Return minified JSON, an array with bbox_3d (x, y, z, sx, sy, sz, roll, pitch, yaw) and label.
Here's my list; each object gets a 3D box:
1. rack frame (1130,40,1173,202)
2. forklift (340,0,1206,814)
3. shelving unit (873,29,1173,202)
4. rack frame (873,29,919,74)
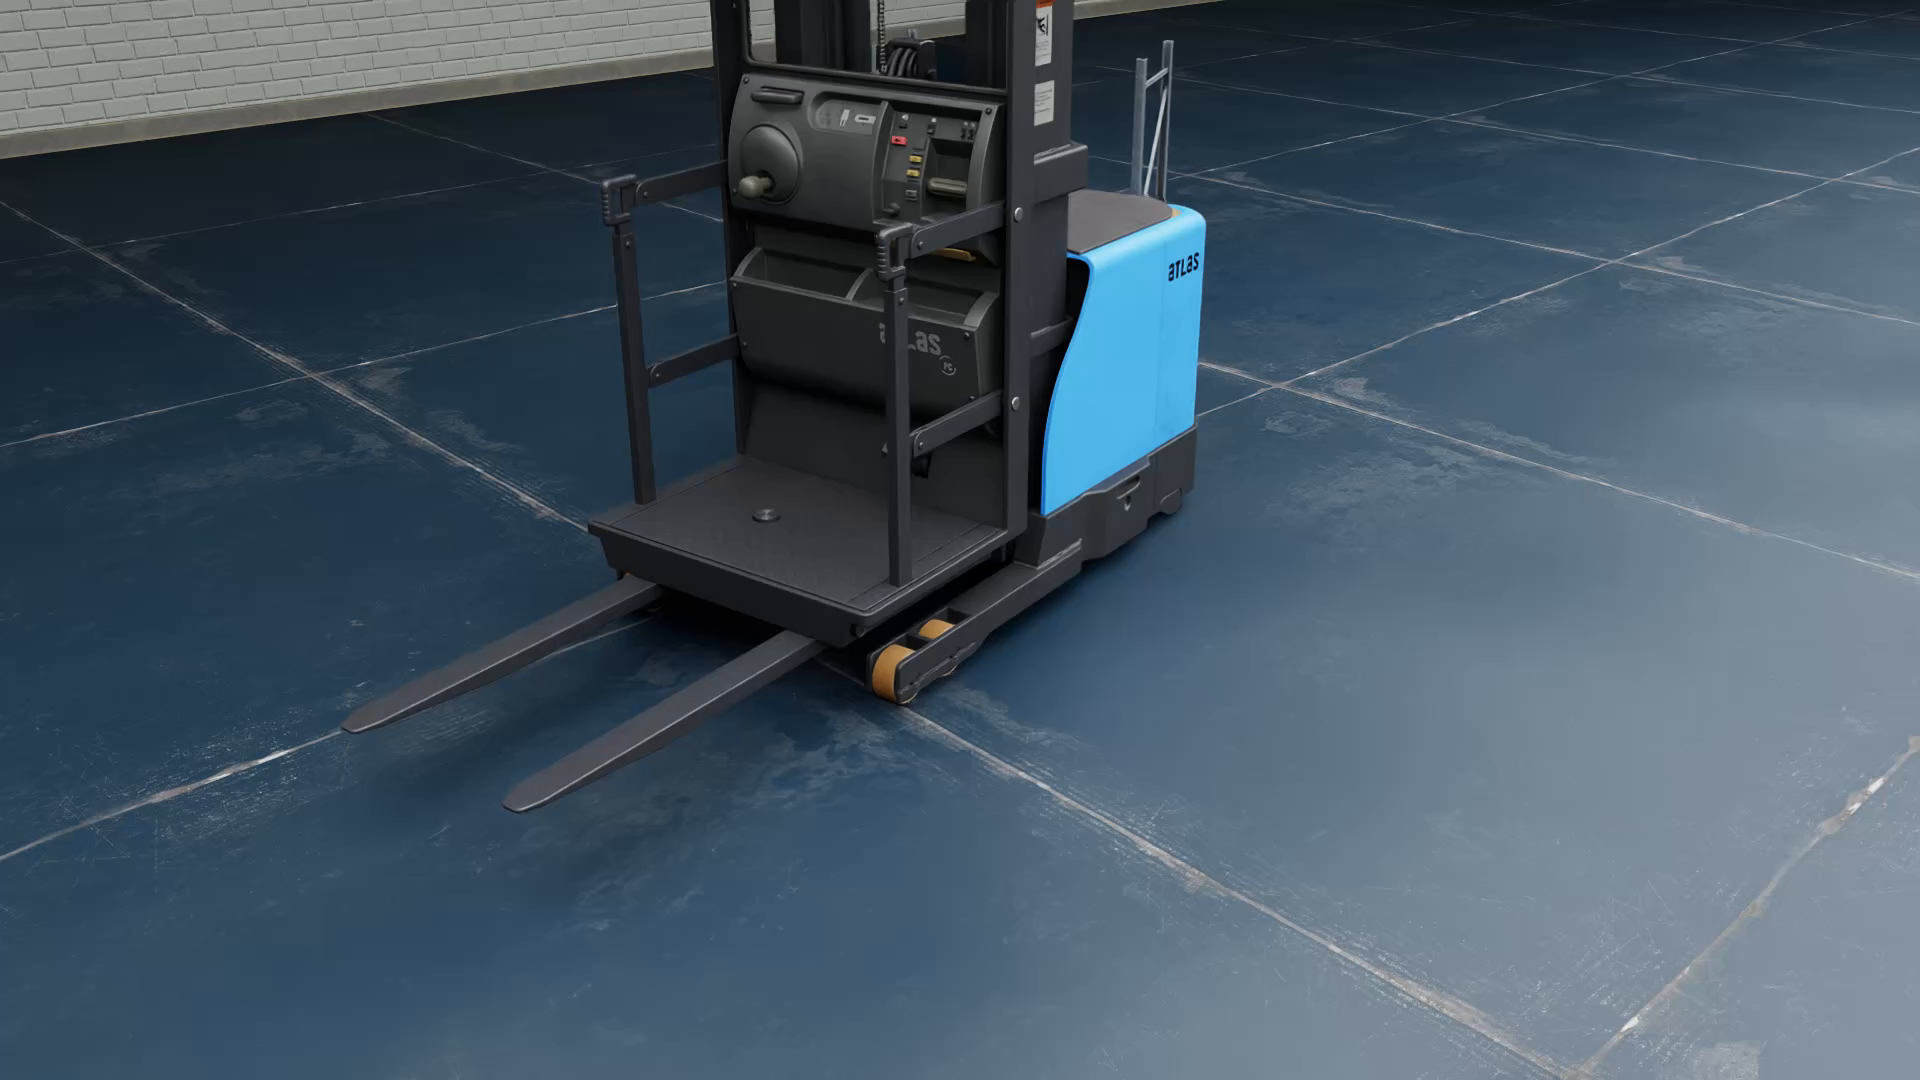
[{"bbox_3d":[0.710,-1.099,6.351,0.032,1.500,0.500,8,26,17],"label":"rack frame"},{"bbox_3d":[-0.416,-1.095,4.618,1.130,2.935,3.031,16,29,32],"label":"forklift"},{"bbox_3d":[0.236,-1.164,6.494,1.083,1.500,0.587,8,26,17],"label":"shelving unit"},{"bbox_3d":[-0.255,-1.231,6.642,0.032,1.500,0.500,8,26,17],"label":"rack frame"}]
